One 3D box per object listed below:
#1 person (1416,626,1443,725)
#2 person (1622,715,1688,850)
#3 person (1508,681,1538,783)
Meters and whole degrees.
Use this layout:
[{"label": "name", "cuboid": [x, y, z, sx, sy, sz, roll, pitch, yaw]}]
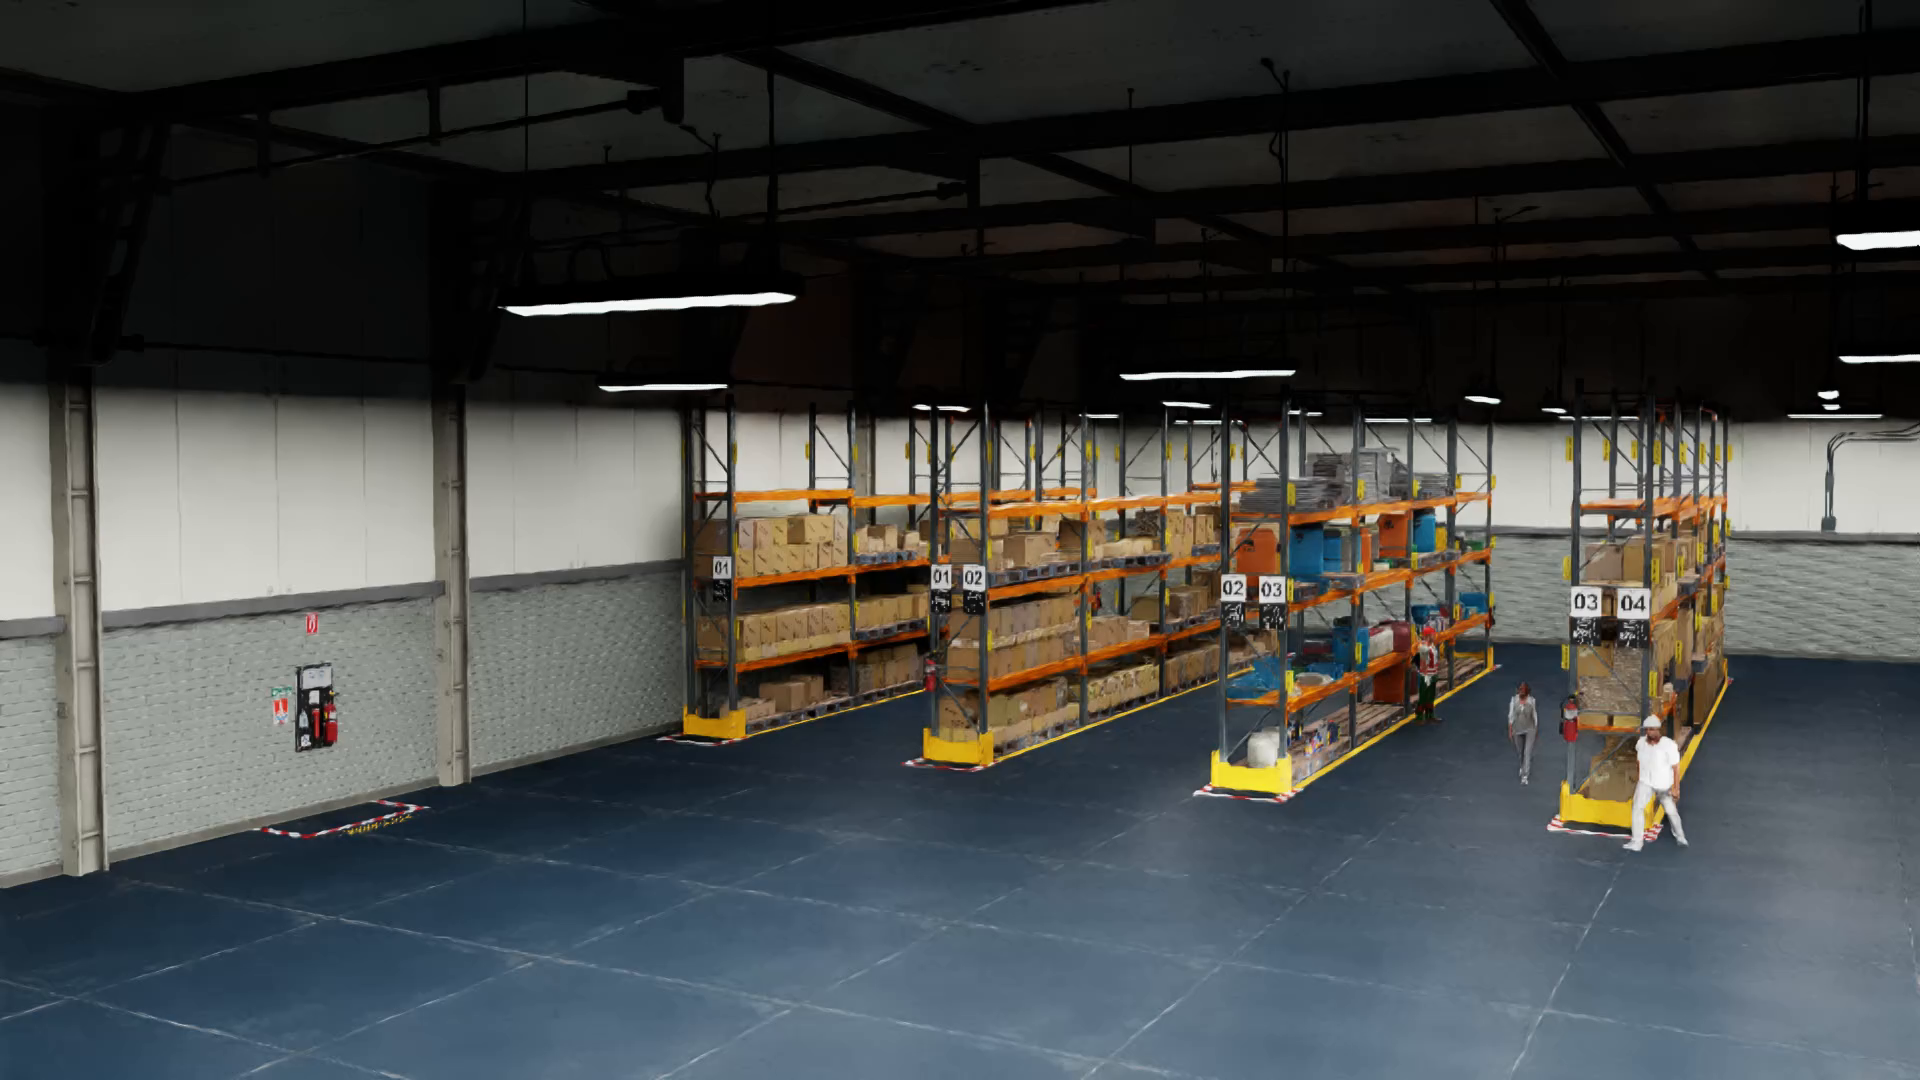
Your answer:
[{"label": "person", "cuboid": [8.627, 2.481, 30.557, 0.390, 1.787, 0.710, 2, 4, 34]}, {"label": "person", "cuboid": [8.784, 3.050, 20.944, 0.971, 1.713, 0.614, -3, 4, -42]}, {"label": "person", "cuboid": [8.567, 2.895, 25.325, 0.417, 1.517, 1.032, 2, 3, 31]}]
